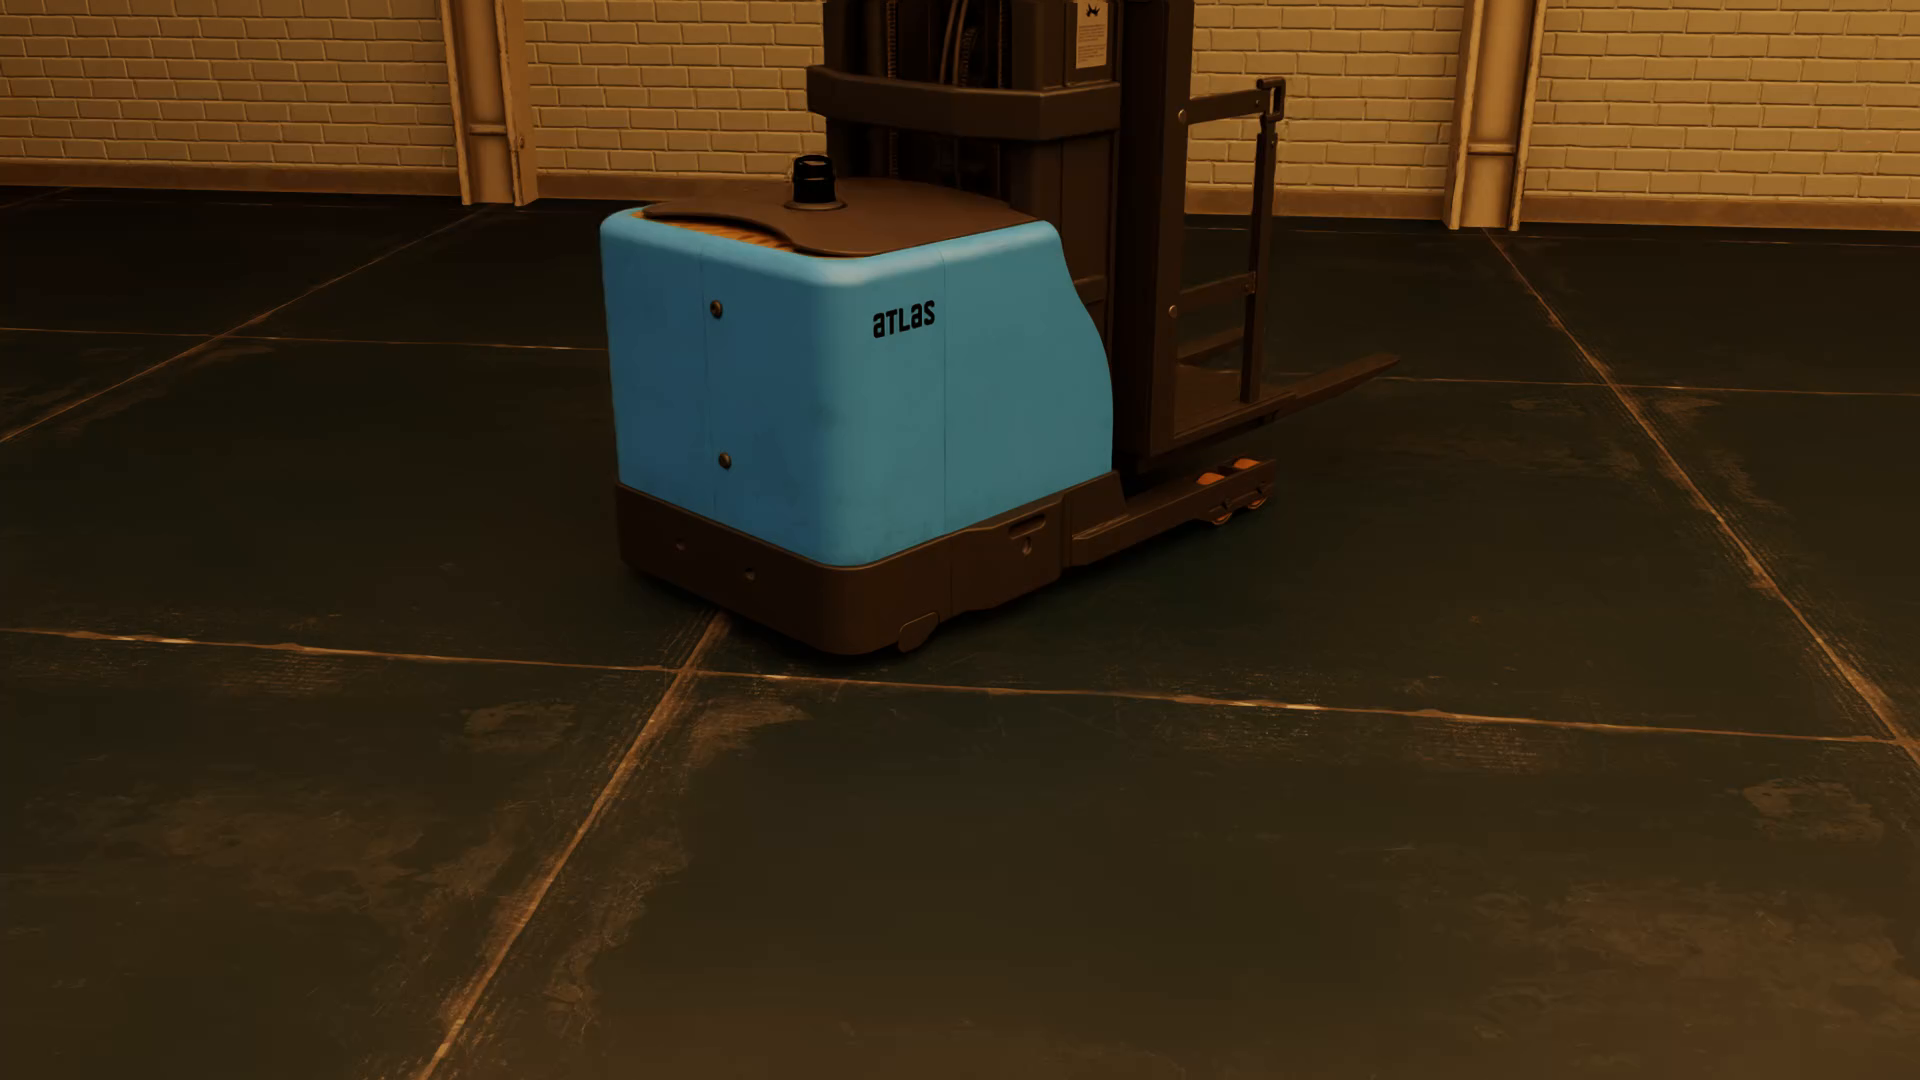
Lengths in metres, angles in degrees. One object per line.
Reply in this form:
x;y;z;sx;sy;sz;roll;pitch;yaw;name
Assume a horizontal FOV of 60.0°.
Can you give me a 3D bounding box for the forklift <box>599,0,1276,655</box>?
0.385;-1.524;5.039;1.130;2.935;3.031;20;29;40;forklift
